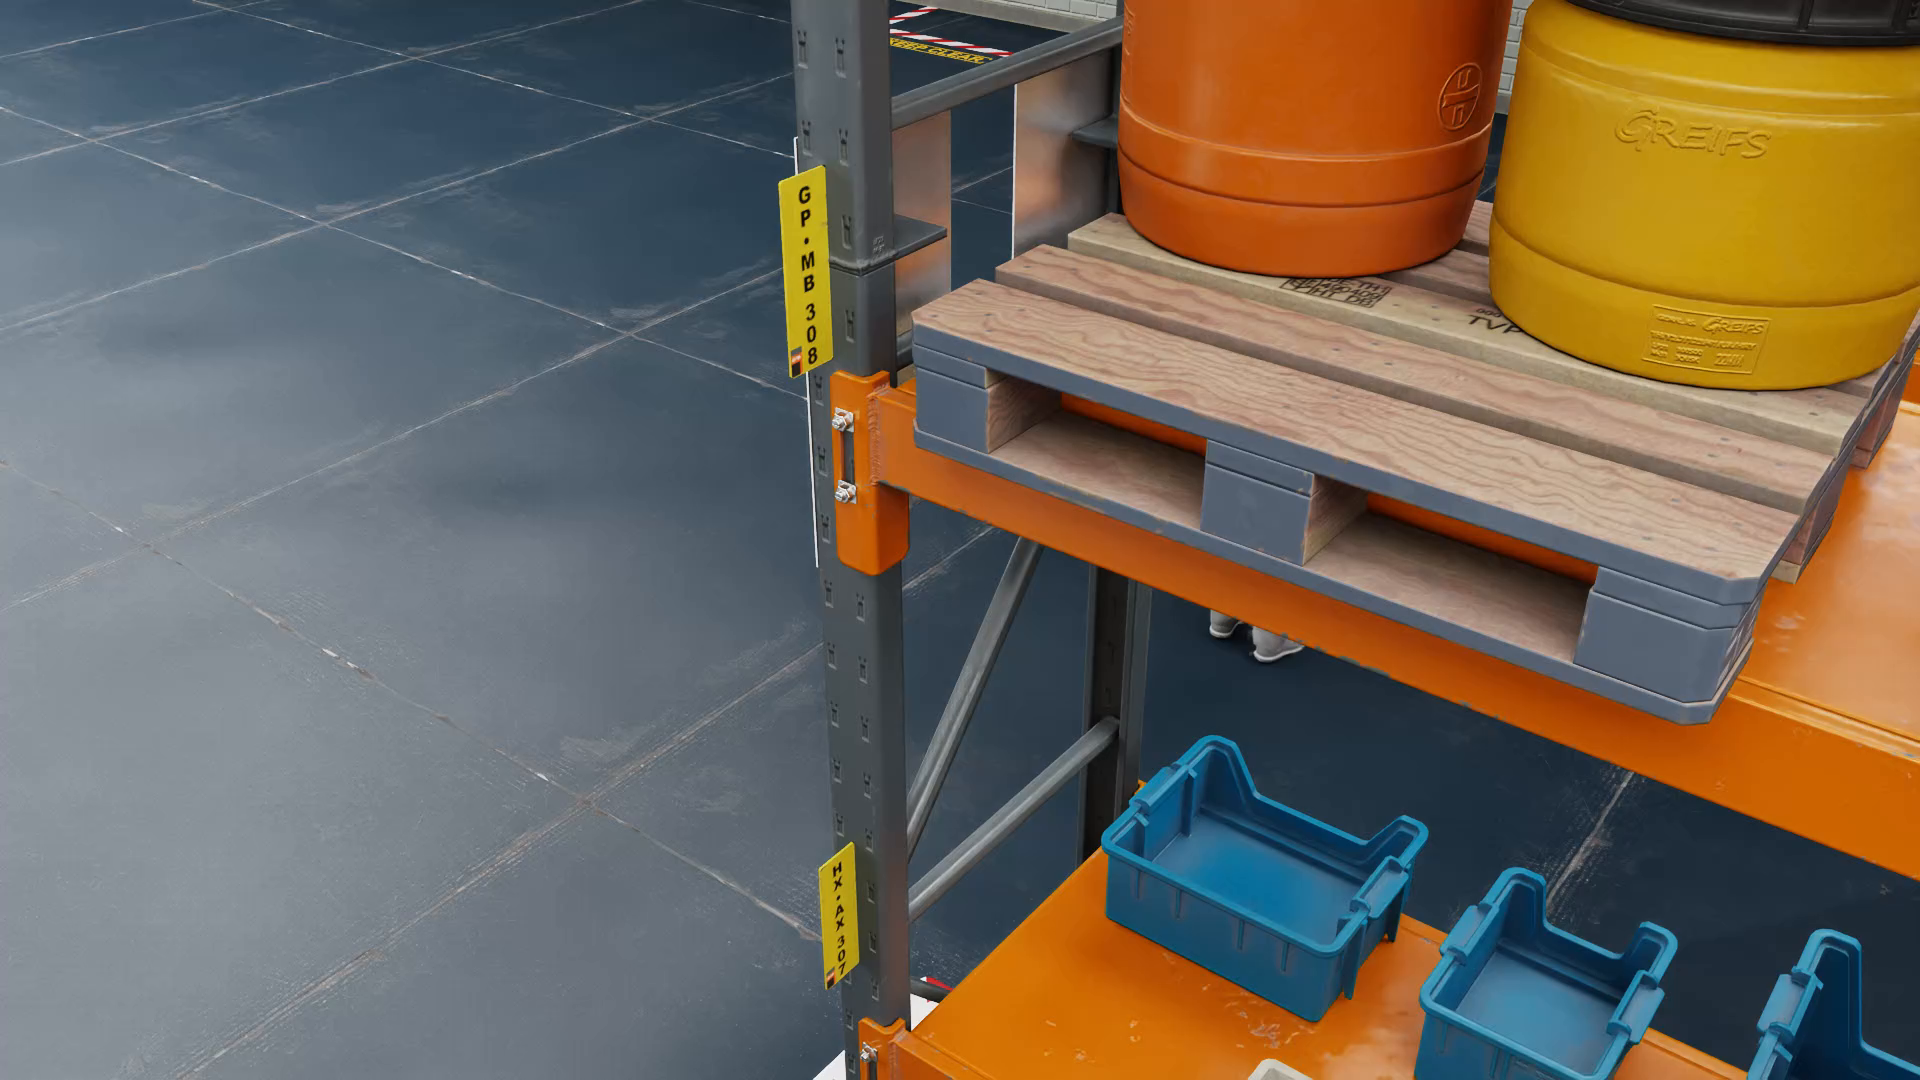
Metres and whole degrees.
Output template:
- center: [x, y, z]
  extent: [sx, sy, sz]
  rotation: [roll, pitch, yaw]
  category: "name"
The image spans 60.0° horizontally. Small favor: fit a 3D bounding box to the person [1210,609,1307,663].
- center: [1.206, -0.293, 6.621]
  extent: [0.492, 1.657, 0.425]
  rotation: [20, 36, 30]
  category: "person"
